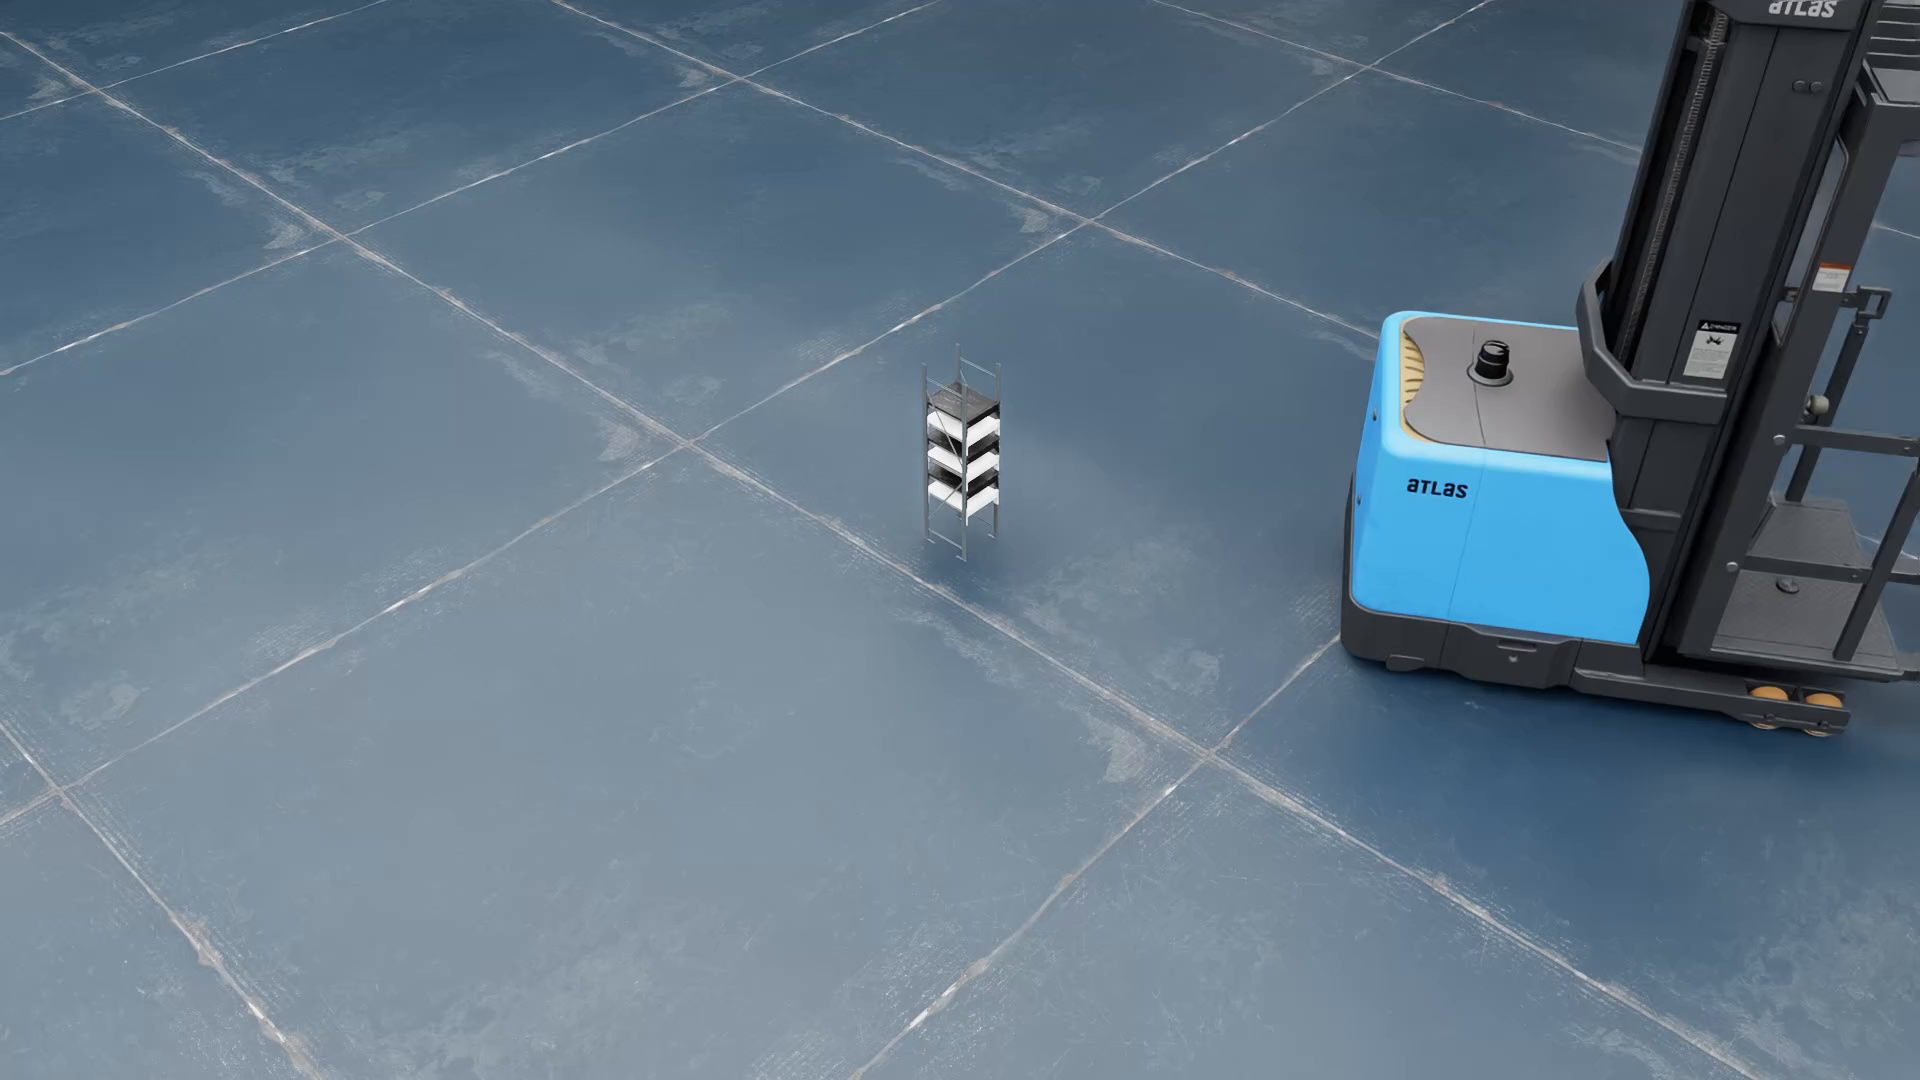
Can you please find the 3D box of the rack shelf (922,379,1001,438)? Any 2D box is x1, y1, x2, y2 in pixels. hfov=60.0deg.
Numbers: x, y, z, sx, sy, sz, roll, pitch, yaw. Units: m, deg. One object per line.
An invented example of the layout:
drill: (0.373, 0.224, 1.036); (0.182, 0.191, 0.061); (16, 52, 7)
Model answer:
rack shelf: (0.005, -0.541, 6.827); (0.258, 0.077, 0.200); (30, 47, 32)

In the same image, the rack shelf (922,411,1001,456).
rack shelf: (0.005, -0.471, 6.883); (0.258, 0.077, 0.200); (30, 47, 32)

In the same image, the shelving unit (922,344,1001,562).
shelving unit: (0.005, -0.356, 6.975); (0.258, 0.900, 0.210); (30, 47, 32)

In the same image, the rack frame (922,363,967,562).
rack frame: (-0.063, -0.309, 6.916); (0.240, 0.900, 0.006); (30, 47, 32)

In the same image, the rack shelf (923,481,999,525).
rack shelf: (0.005, -0.189, 7.107); (0.258, 0.077, 0.200); (30, 47, 32)

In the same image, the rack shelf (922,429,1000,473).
rack shelf: (0.005, -0.400, 6.939); (0.258, 0.077, 0.200); (30, 47, 32)

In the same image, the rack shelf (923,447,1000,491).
rack shelf: (0.005, -0.330, 6.995); (0.258, 0.077, 0.200); (30, 47, 32)

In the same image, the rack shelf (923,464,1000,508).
rack shelf: (0.005, -0.259, 7.051); (0.258, 0.077, 0.200); (30, 47, 32)

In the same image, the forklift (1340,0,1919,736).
forklift: (3.087, -0.765, 5.857); (3.031, 2.935, 1.130); (7, 39, 9)

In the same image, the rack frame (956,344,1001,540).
rack frame: (0.074, -0.403, 7.033); (0.240, 0.900, 0.006); (30, 47, 32)
